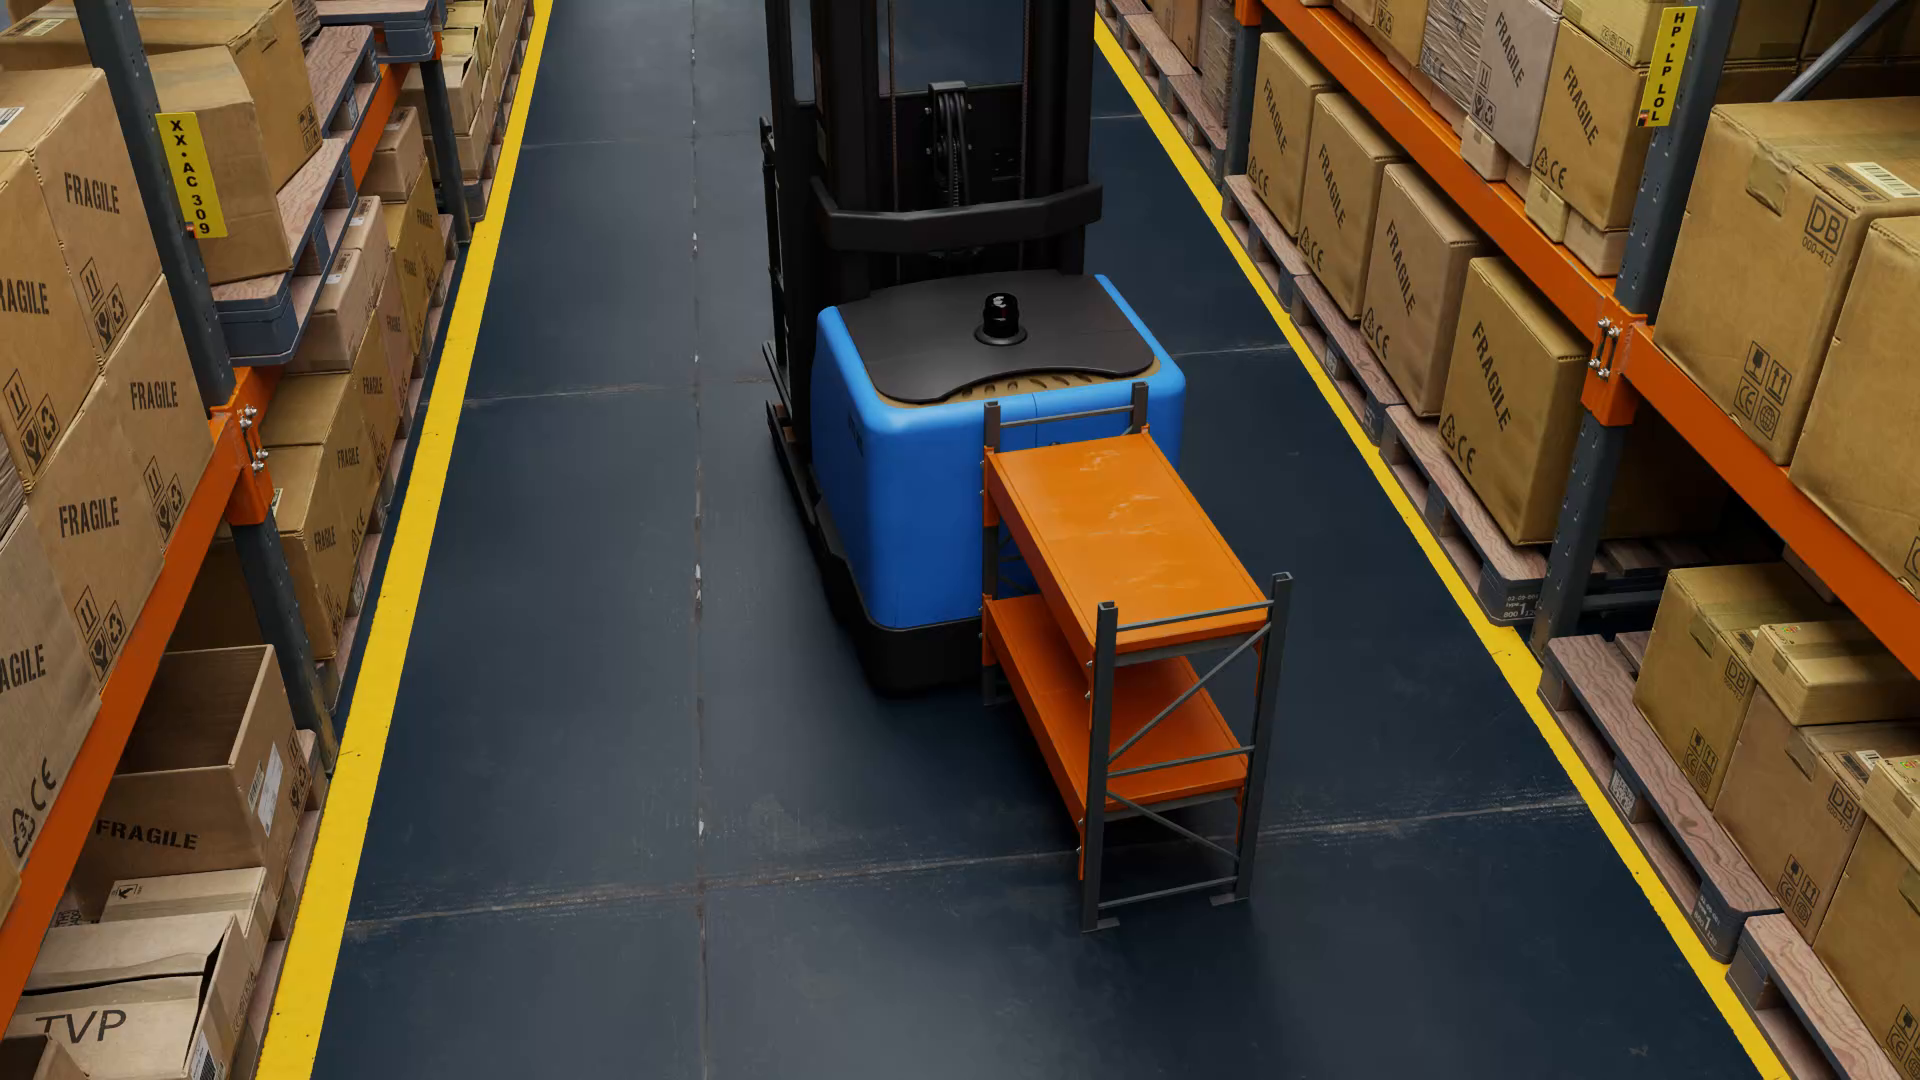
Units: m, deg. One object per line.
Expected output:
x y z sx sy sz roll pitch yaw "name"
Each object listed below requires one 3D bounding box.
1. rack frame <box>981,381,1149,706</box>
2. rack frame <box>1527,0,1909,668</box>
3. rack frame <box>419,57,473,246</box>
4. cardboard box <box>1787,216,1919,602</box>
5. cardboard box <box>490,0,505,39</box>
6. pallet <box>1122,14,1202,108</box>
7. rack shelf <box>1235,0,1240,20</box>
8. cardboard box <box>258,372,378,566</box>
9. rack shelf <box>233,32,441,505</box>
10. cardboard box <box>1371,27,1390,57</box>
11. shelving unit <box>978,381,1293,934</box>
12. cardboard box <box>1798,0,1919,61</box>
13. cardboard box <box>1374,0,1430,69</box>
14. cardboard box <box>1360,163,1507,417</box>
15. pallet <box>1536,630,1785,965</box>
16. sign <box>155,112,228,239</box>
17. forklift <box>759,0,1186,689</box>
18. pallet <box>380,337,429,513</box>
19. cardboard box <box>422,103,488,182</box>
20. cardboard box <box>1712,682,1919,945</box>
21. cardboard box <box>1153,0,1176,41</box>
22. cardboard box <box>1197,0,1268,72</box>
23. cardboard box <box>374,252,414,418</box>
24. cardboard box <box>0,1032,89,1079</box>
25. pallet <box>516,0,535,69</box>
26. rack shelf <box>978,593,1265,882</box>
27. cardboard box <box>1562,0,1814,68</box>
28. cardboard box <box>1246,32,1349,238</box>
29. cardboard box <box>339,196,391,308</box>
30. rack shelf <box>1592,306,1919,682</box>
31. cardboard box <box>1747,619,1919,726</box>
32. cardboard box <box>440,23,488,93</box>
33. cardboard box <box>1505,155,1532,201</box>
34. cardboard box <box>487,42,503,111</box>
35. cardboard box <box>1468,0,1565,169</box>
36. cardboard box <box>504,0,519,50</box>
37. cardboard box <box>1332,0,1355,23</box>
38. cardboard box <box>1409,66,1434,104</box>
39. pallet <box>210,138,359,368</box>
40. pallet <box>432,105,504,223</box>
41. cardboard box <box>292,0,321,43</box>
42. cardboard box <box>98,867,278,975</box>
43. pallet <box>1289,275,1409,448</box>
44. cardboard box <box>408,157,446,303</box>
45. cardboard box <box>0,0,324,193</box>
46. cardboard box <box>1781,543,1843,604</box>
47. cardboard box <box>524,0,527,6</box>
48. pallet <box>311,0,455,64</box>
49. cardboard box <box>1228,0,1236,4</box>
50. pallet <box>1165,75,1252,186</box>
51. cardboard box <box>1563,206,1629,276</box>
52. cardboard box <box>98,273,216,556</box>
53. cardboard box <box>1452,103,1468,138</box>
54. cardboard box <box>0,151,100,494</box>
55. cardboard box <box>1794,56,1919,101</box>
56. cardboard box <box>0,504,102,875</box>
0.314 0.036 5.199 0.500 1.125 0.032 -9 35 -12 "rack frame"
2.453 -0.880 4.878 1.000 3.000 0.127 -4 35 -6 "rack frame"
-2.993 -2.735 7.599 1.000 3.000 0.127 -4 35 -6 "rack frame"
2.603 -0.292 3.749 0.980 0.700 0.700 -5 35 -8 "cardboard box"
-2.987 -3.182 9.827 0.500 0.311 0.500 -5 35 -7 "cardboard box"
1.651 -3.075 10.575 1.003 0.211 1.213 -4 35 -6 "pallet"
1.647 -3.931 9.993 1.077 0.370 4.000 -4 35 -6 "rack shelf"
-2.361 -0.237 5.763 0.500 0.500 0.500 -4 34 -6 "cardboard box"
-2.724 -1.321 6.164 1.077 0.370 4.000 -4 35 -6 "rack shelf"
1.931 -2.099 6.872 0.380 0.149 0.250 -4 34 -6 "cardboard box"
0.447 0.312 4.793 0.538 1.125 1.048 -9 35 -12 "shelving unit"
2.650 -1.639 4.954 0.500 0.250 0.500 -3 34 -5 "cardboard box"
1.932 -2.134 6.347 0.500 0.500 0.500 -3 34 -5 "cardboard box"
2.115 -1.014 6.610 0.750 0.750 0.750 -3 34 -5 "cardboard box"
2.478 0.703 5.031 1.003 0.211 1.213 -4 35 -6 "pallet"
-1.918 -0.906 4.147 0.100 0.325 0.005 -4 35 -6 "sign"
-0.164 -1.552 5.924 1.130 2.935 3.031 -9 35 -13 "forklift"
-2.769 -0.484 6.772 1.003 0.211 1.213 -4 35 -6 "pallet"
-2.772 -2.087 8.717 0.500 0.250 0.500 -4 35 -7 "cardboard box"
2.517 0.685 4.428 0.700 0.500 0.500 -5 35 -7 "cardboard box"
1.641 -3.511 10.568 0.700 0.500 0.500 -4 34 -6 "cardboard box"
1.813 -2.955 9.752 0.700 0.500 0.500 -4 35 -6 "cardboard box"
-2.488 -0.798 6.587 0.500 0.500 0.500 -6 35 -8 "cardboard box"
-2.197 1.395 3.365 0.797 0.503 0.637 -4 35 -6 "cardboard box"
-3.393 -3.406 11.061 1.003 0.211 1.213 -4 35 -6 "pallet"
0.447 0.514 4.931 0.538 0.278 1.000 -9 35 -12 "rack shelf"
2.137 -1.604 4.903 0.500 0.250 0.500 -4 34 -5 "cardboard box"
1.884 -1.977 8.023 0.750 0.750 0.750 -5 35 -7 "cardboard box"
-2.481 -1.088 6.346 0.500 0.250 0.500 -5 35 -7 "cardboard box"
2.722 0.533 3.442 1.077 0.370 4.000 -4 35 -6 "rack shelf"
2.318 0.341 4.356 0.380 0.149 0.250 -3 34 -5 "cardboard box"
-2.851 -2.611 8.988 0.500 0.311 0.500 -5 35 -8 "cardboard box"
2.080 -1.239 5.609 0.380 0.149 0.250 -3 34 -5 "cardboard box"
-2.916 -2.657 9.553 0.500 0.250 0.500 -5 35 -8 "cardboard box"
2.063 -1.575 5.527 0.500 0.500 0.500 -4 34 -6 "cardboard box"
-3.052 -3.227 10.390 0.500 0.250 0.500 -4 34 -5 "cardboard box"
1.863 -2.388 7.296 0.380 0.149 0.250 -5 35 -7 "cardboard box"
1.976 -1.813 6.452 0.380 0.149 0.250 -3 34 -5 "cardboard box"
-2.454 -0.878 5.045 1.003 0.211 1.213 -4 35 -6 "pallet"
-3.065 -2.045 9.063 1.003 0.211 1.213 -4 35 -6 "pallet"
-2.863 -2.082 6.180 0.700 0.500 0.500 2 34 3 "cardboard box"
-1.987 0.995 4.268 0.380 0.149 0.250 -4 35 -6 "cardboard box"
2.108 -0.835 7.287 1.003 0.211 1.213 -4 35 -6 "pallet"
-2.634 -1.379 7.440 0.500 0.500 0.500 -3 34 -5 "cardboard box"
-2.452 -1.378 5.146 0.700 0.500 0.500 1 34 1 "cardboard box"
2.630 0.041 4.798 0.380 0.149 0.250 -5 35 -7 "cardboard box"
-3.188 -3.795 11.224 0.500 0.250 0.500 -5 35 -7 "cardboard box"
-2.832 -2.283 7.106 1.213 0.211 1.003 -4 35 -6 "pallet"
1.752 -3.291 9.579 0.500 0.250 0.500 -4 34 -5 "cardboard box"
1.812 -2.396 9.578 1.003 0.211 1.213 -4 35 -6 "pallet"
2.127 -0.952 5.188 0.380 0.149 0.250 -4 34 -6 "cardboard box"
-2.133 -0.284 3.915 0.500 0.500 0.500 -4 34 -6 "cardboard box"
2.019 -1.523 6.026 0.380 0.149 0.250 -4 35 -6 "cardboard box"
-2.059 -0.409 3.210 0.500 0.500 0.500 -5 35 -7 "cardboard box"
2.641 -1.328 5.165 0.500 0.500 0.500 -6 35 -8 "cardboard box"
-1.991 0.290 3.073 0.500 0.500 0.500 -4 34 -5 "cardboard box"
